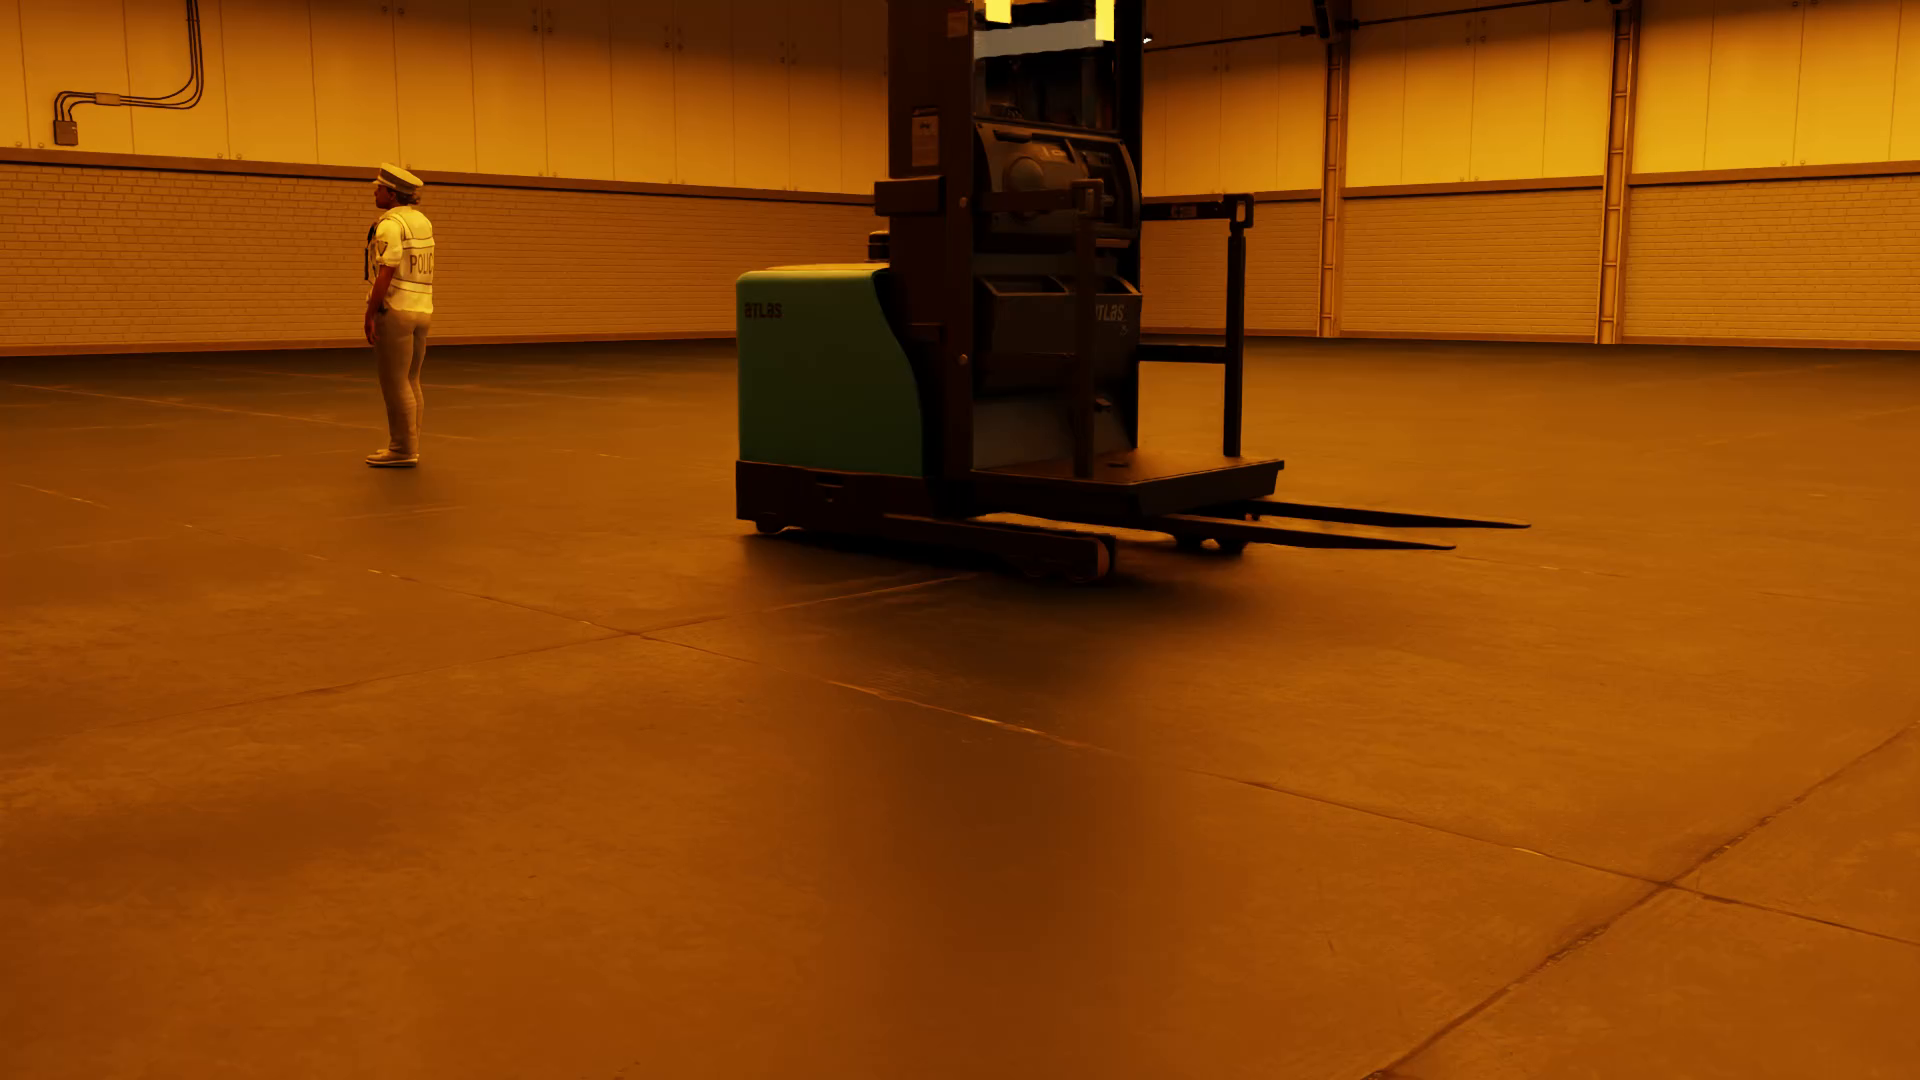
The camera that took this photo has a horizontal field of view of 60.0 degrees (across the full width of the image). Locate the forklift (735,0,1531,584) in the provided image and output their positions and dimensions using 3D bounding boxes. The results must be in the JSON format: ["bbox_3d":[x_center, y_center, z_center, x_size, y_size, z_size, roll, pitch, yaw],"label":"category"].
[{"bbox_3d":[0.535,-1.387,6.082,3.031,2.935,1.130,7,11,39],"label":"forklift"}]

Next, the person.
[{"bbox_3d":[-3.236,-1.273,9.433,0.528,1.697,0.569,2,9,11],"label":"person"}]
